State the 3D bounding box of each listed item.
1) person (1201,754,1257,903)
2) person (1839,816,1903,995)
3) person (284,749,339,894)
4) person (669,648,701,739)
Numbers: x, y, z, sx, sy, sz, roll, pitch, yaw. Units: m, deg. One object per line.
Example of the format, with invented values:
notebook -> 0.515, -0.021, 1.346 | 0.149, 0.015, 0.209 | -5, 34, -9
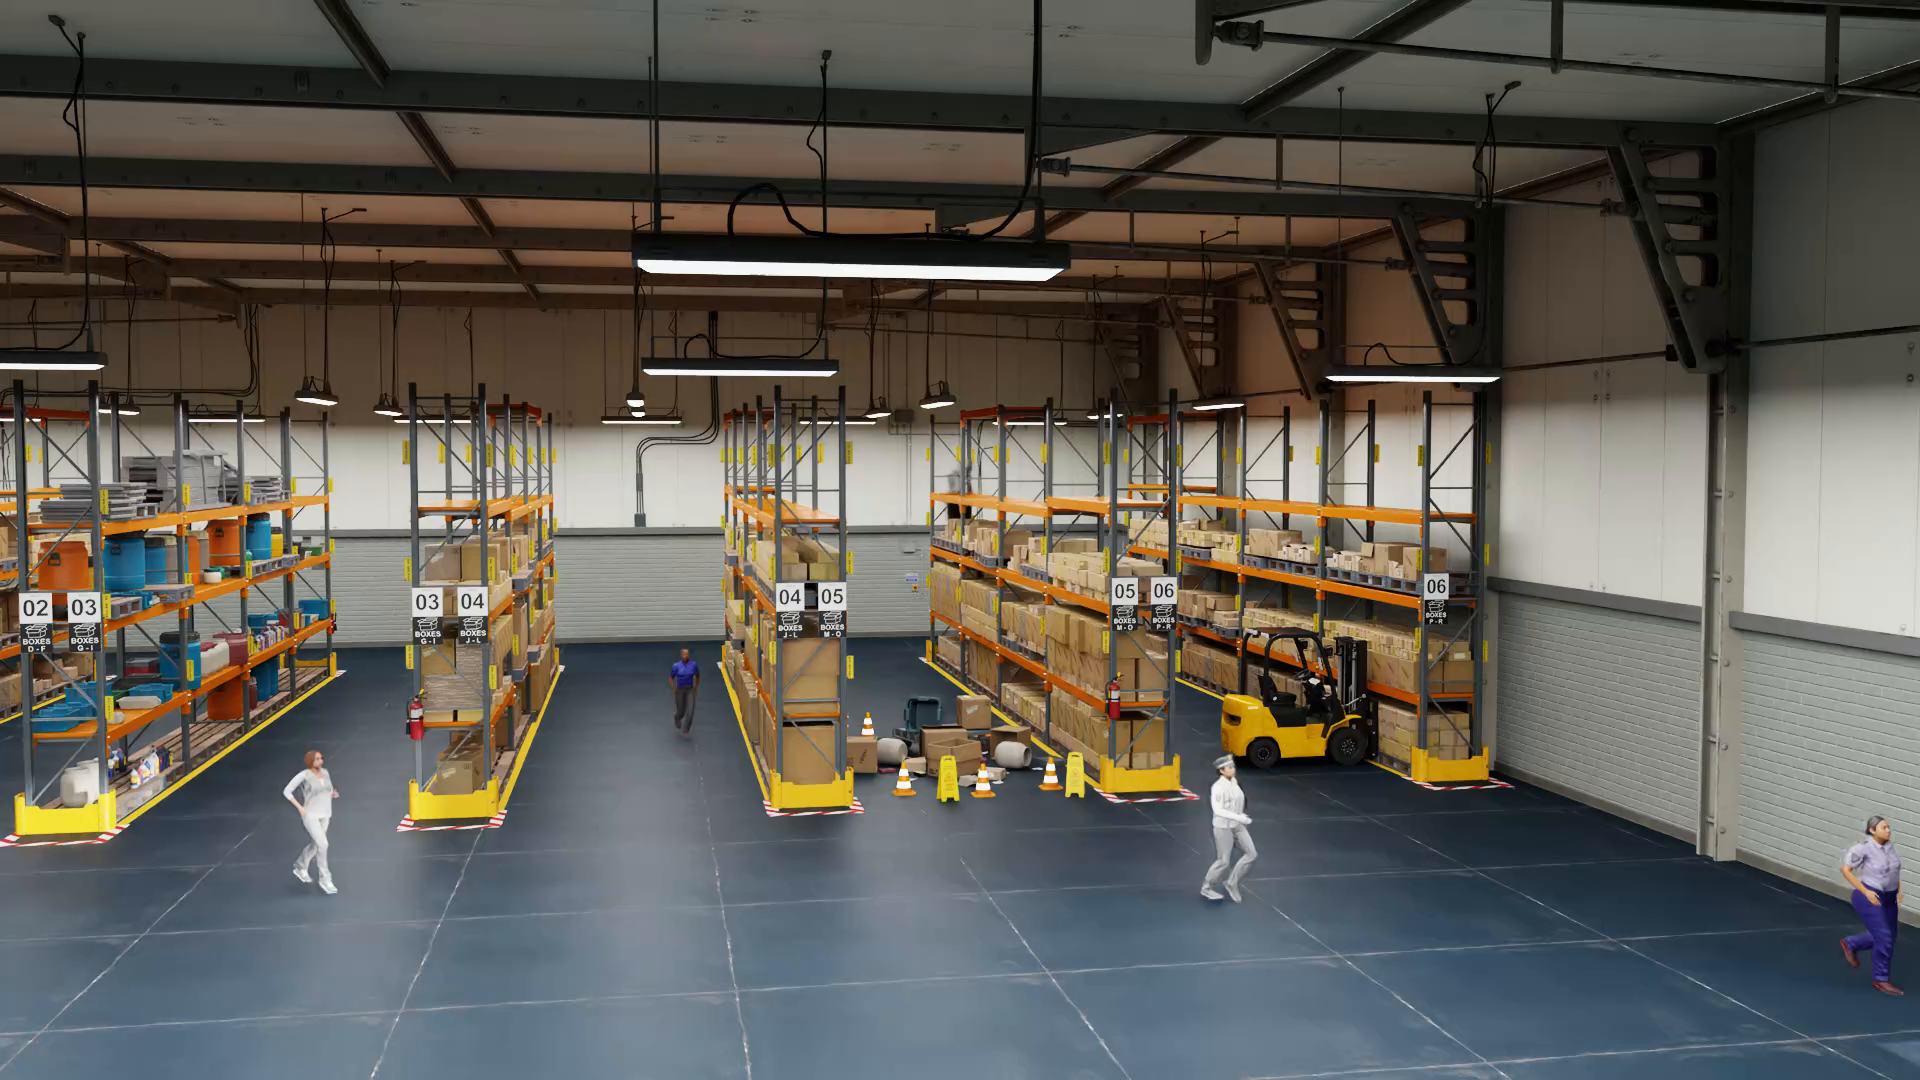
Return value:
person -> 3.013, 3.230, 18.612 | 0.644, 1.673, 0.619 | 2, 4, 40
person -> 8.614, 3.408, 15.737 | 0.617, 1.633, 0.732 | -1, 3, -24
person -> -7.427, 3.217, 19.131 | 0.733, 1.625, 0.530 | 1, 3, 24
person -> -4.900, 2.708, 29.604 | 0.558, 1.608, 0.592 | -1, 3, -19
